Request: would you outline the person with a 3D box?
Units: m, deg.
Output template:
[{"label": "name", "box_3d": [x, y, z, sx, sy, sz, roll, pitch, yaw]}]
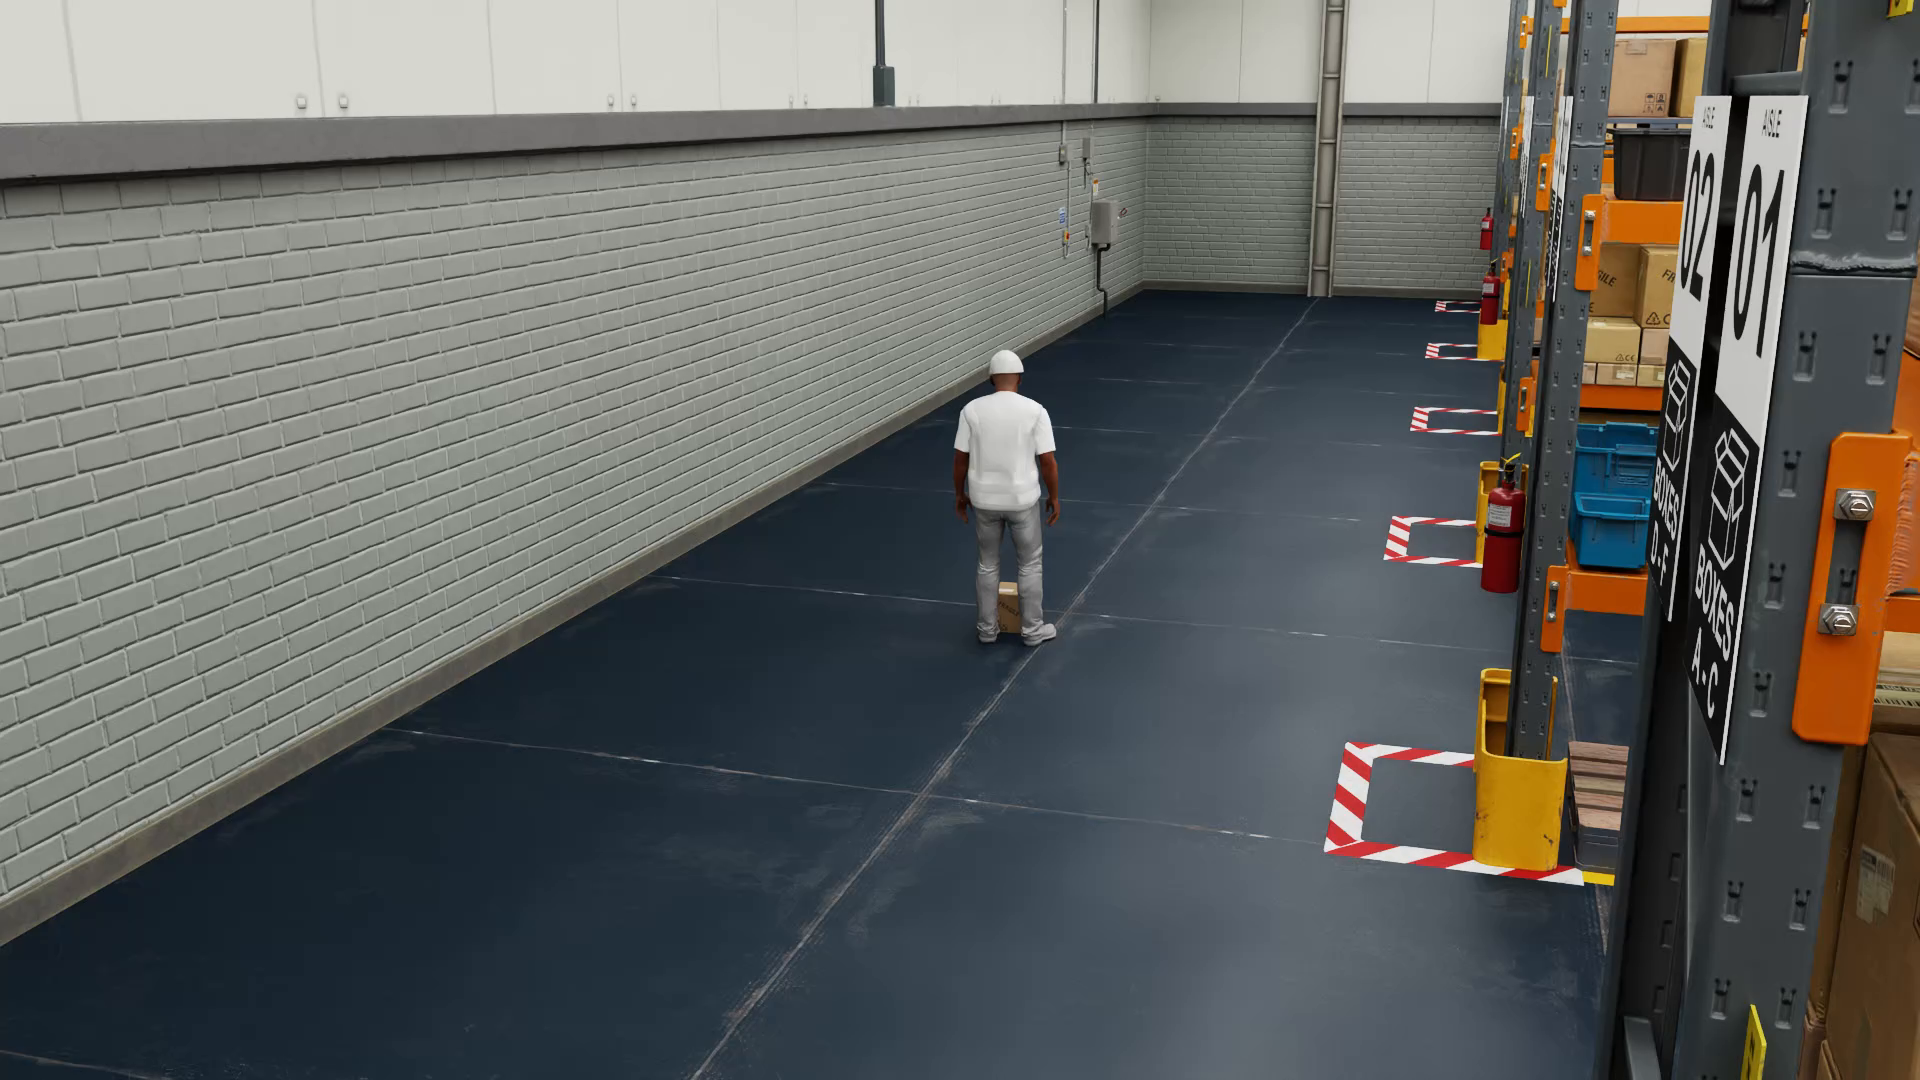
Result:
[{"label": "person", "box_3d": [0.278, -0.251, 9.920, 0.636, 1.761, 0.454, 4, 15, 13]}]
